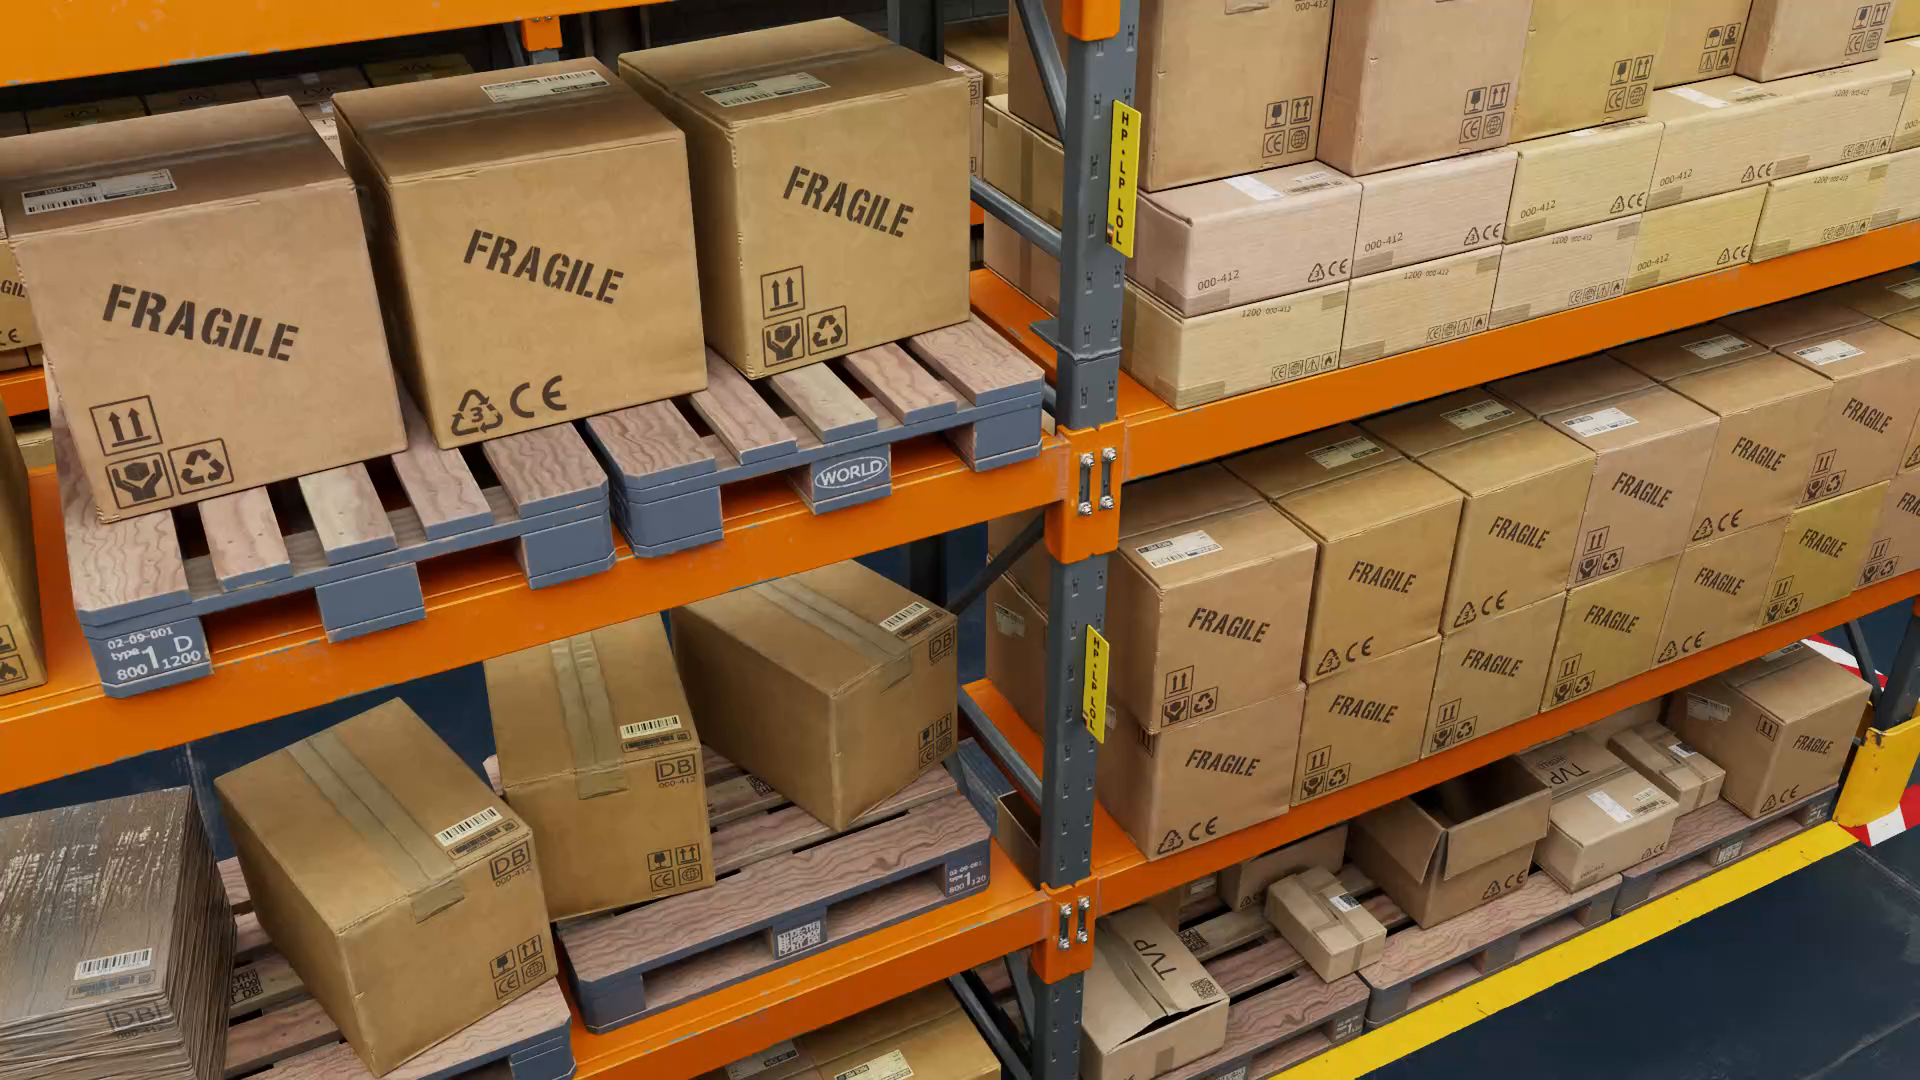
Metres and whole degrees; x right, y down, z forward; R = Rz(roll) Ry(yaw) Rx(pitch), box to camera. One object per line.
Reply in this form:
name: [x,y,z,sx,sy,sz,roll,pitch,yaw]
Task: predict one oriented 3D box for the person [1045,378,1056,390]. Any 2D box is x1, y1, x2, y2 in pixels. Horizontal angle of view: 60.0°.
person: [0.529,-0.801,8.404,0.655,1.774,0.419,-17,37,-25]
